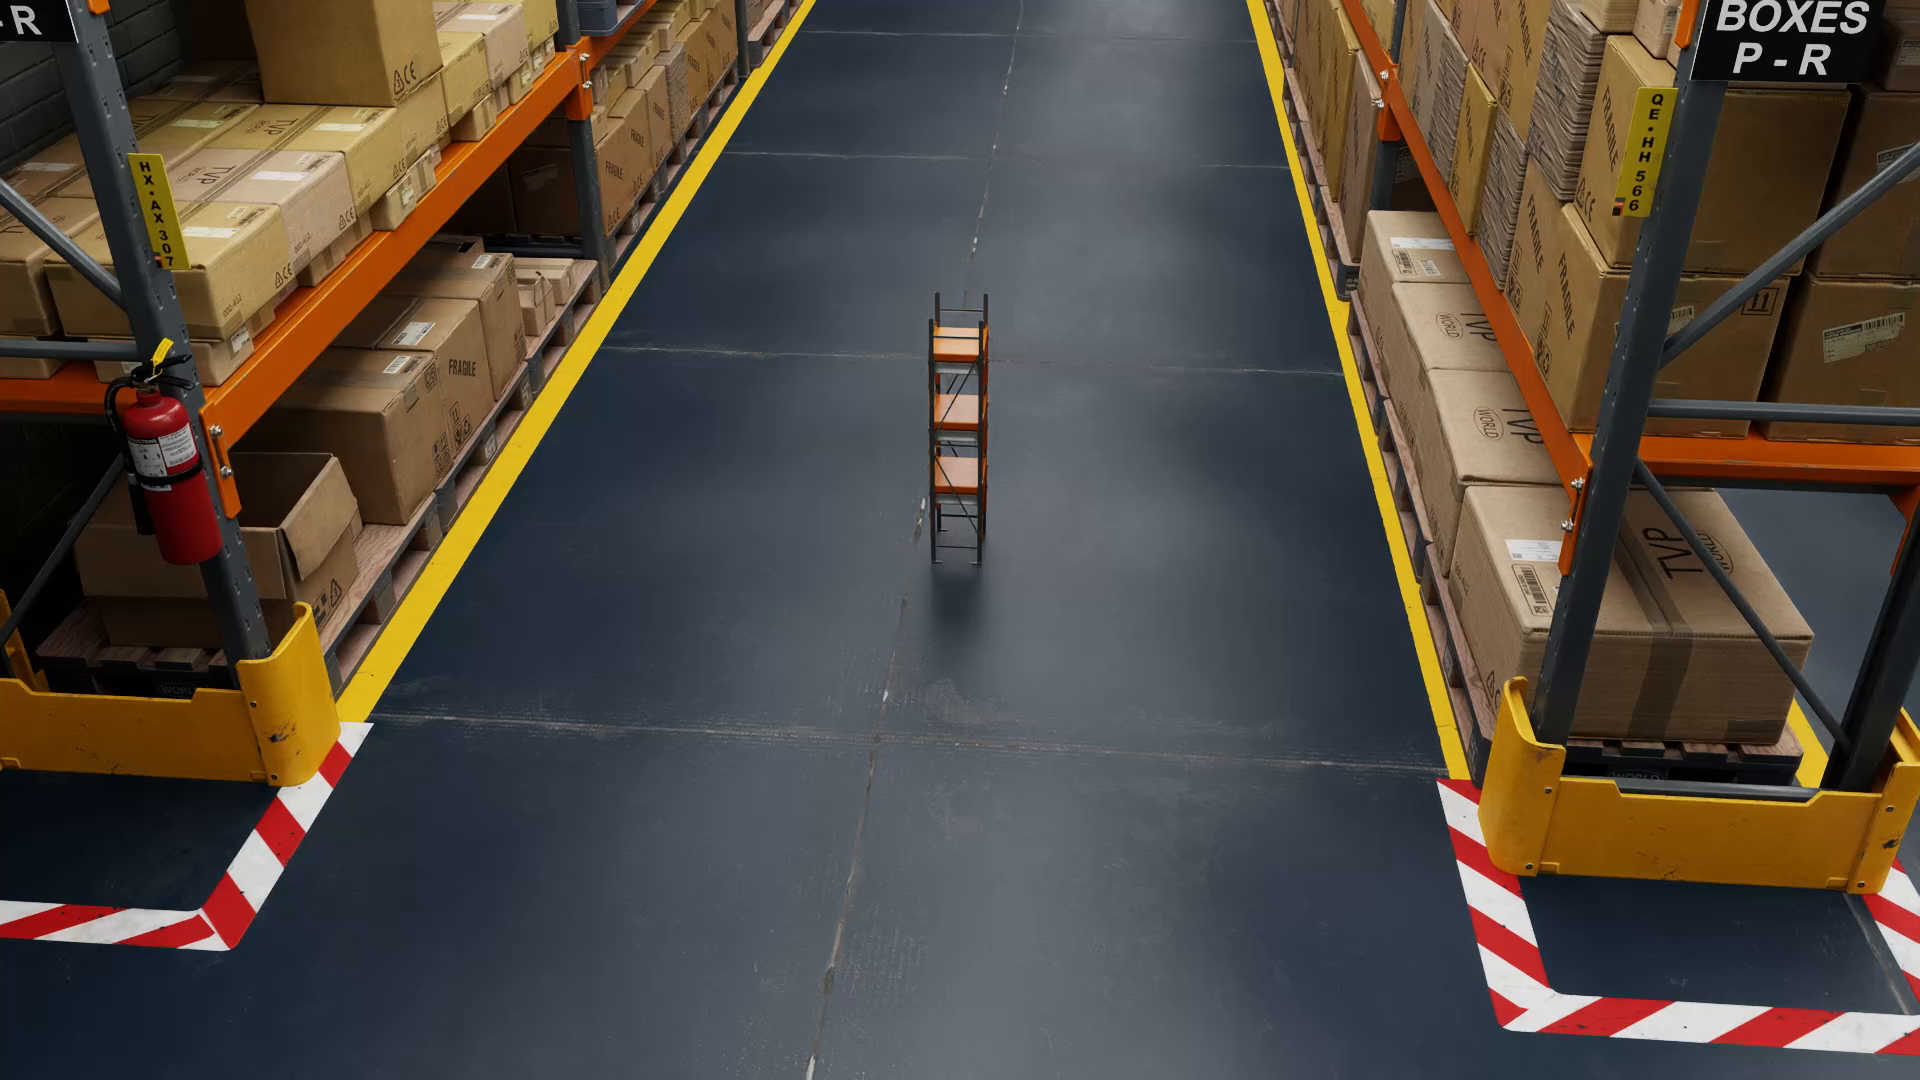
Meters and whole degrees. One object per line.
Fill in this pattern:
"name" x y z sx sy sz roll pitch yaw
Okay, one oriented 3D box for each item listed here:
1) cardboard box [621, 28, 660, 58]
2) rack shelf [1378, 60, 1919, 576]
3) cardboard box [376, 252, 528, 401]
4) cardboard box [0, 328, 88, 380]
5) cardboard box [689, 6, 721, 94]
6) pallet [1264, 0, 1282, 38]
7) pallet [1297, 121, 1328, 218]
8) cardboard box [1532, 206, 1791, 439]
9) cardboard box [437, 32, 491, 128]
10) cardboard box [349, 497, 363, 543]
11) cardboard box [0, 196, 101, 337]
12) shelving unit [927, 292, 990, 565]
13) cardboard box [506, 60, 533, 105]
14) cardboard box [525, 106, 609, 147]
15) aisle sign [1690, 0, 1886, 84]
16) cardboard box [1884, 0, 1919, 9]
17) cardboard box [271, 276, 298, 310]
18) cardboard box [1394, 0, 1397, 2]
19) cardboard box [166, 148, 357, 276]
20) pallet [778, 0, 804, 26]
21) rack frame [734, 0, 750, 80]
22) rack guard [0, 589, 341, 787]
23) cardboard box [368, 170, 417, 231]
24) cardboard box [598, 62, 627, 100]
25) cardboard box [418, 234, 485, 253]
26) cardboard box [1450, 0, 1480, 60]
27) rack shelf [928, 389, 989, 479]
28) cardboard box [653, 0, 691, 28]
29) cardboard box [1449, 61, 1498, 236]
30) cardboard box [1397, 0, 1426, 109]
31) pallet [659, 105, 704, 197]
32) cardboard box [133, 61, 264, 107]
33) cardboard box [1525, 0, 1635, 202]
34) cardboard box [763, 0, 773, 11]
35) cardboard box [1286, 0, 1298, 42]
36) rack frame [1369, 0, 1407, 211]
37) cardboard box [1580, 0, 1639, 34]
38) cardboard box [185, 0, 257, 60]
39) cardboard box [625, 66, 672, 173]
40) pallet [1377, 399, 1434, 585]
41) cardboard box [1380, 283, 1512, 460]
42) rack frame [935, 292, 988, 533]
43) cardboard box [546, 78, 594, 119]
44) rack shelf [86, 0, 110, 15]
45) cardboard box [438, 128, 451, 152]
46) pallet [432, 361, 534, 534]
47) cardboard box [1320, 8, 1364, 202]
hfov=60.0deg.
"cardboard box" -2.056 -3.028 10.168 0.380 0.149 0.250 3 32 4
"rack shelf" 2.398 -1.071 6.315 1.077 0.370 4.000 2 32 4
"cardboard box" -2.375 -0.960 7.431 0.700 0.500 0.500 1 32 2
"cardboard box" -2.953 -0.619 5.135 0.380 0.149 0.250 2 32 3
"cardboard box" -1.933 -3.348 11.306 0.500 0.500 0.500 2 32 3
"pallet" 3.053 -4.372 13.644 1.003 0.211 1.213 2 32 4
"pallet" 2.645 -2.282 10.252 1.003 0.211 1.213 2 32 4
"cardboard box" 2.010 -0.638 4.830 0.500 0.500 0.500 3 32 4
"cardboard box" -2.265 -1.896 6.828 0.500 0.250 0.500 2 32 4
"cardboard box" -2.495 -0.043 6.278 0.380 0.149 0.250 1 32 2
"cardboard box" -2.940 -0.856 5.140 0.500 0.250 0.500 3 32 5
"shelving unit" -0.004 -0.419 6.429 0.215 1.050 0.252 2 32 4
"cardboard box" -2.158 -2.075 7.497 0.380 0.149 0.250 3 32 5
"cardboard box" -2.093 -2.200 8.825 0.380 0.149 0.250 4 32 6
"aisle sign" 1.920 -1.414 3.707 0.394 0.787 0.004 2 32 4
"cardboard box" 2.490 -1.390 4.480 0.380 0.149 0.250 3 32 5
"cardboard box" -2.451 -0.869 5.540 0.380 0.149 0.250 2 32 3
"cardboard box" 2.354 -2.813 8.122 0.500 0.250 0.500 2 32 4
"cardboard box" -2.366 -1.094 5.525 0.500 0.250 0.500 3 32 5
"pallet" -1.853 -4.603 14.017 1.003 0.211 1.213 2 32 4
"rack frame" -2.061 -4.725 11.558 1.000 3.000 0.127 2 32 4
"rack guard" -2.706 0.483 5.490 1.175 0.500 0.348 2 32 4
"cardboard box" -2.258 -1.266 6.185 0.380 0.149 0.250 2 32 3
"cardboard box" -2.129 -2.627 9.518 0.380 0.149 0.250 2 32 3
"cardboard box" -2.676 -1.332 8.215 0.500 0.311 0.500 4 32 6
"cardboard box" 2.180 -2.121 6.285 0.500 0.500 0.500 3 32 5
"rack shelf" -0.004 -0.410 6.435 0.215 0.259 0.240 2 32 4
"cardboard box" -1.973 -3.431 10.822 0.380 0.149 0.250 3 32 5
"cardboard box" 2.127 -1.439 6.131 0.500 0.500 0.500 3 32 5
"cardboard box" 2.261 -2.232 7.417 0.500 0.500 0.500 3 32 6
"pallet" -2.262 -2.513 10.626 1.003 0.211 1.213 2 32 4
"cardboard box" -2.809 -1.658 6.441 0.500 0.250 0.500 2 32 4
"cardboard box" 2.050 -1.337 5.011 0.500 0.500 0.500 3 32 4
"cardboard box" -1.951 -4.560 13.154 0.875 0.625 0.625 3 32 6
"cardboard box" 2.942 -3.870 12.275 0.950 0.372 0.625 0 32 1
"rack frame" 2.561 -2.423 7.823 1.000 3.000 0.127 2 32 4
"cardboard box" 1.998 -1.544 4.730 0.380 0.149 0.250 2 32 4
"cardboard box" -2.773 -2.248 6.683 0.500 0.500 0.500 2 32 3
"cardboard box" -2.045 -2.531 9.980 0.500 0.500 0.500 2 32 3
"pallet" 2.324 -0.202 6.877 1.003 0.211 1.213 2 32 4
"cardboard box" 2.330 -0.719 7.100 0.875 0.438 0.875 2 32 3
"rack frame" 0.006 -0.483 6.533 0.200 1.050 0.008 2 32 4
"cardboard box" -2.153 -2.329 8.751 0.380 0.149 0.250 2 32 3
"rack shelf" -2.550 -2.558 5.869 1.077 0.370 4.000 2 32 4
"cardboard box" -2.331 -1.674 6.846 0.380 0.149 0.250 3 32 5
"pallet" -2.541 -0.447 7.275 1.003 0.211 1.213 2 32 4
"cardboard box" 2.597 -2.498 9.569 0.875 0.875 0.875 3 32 5
